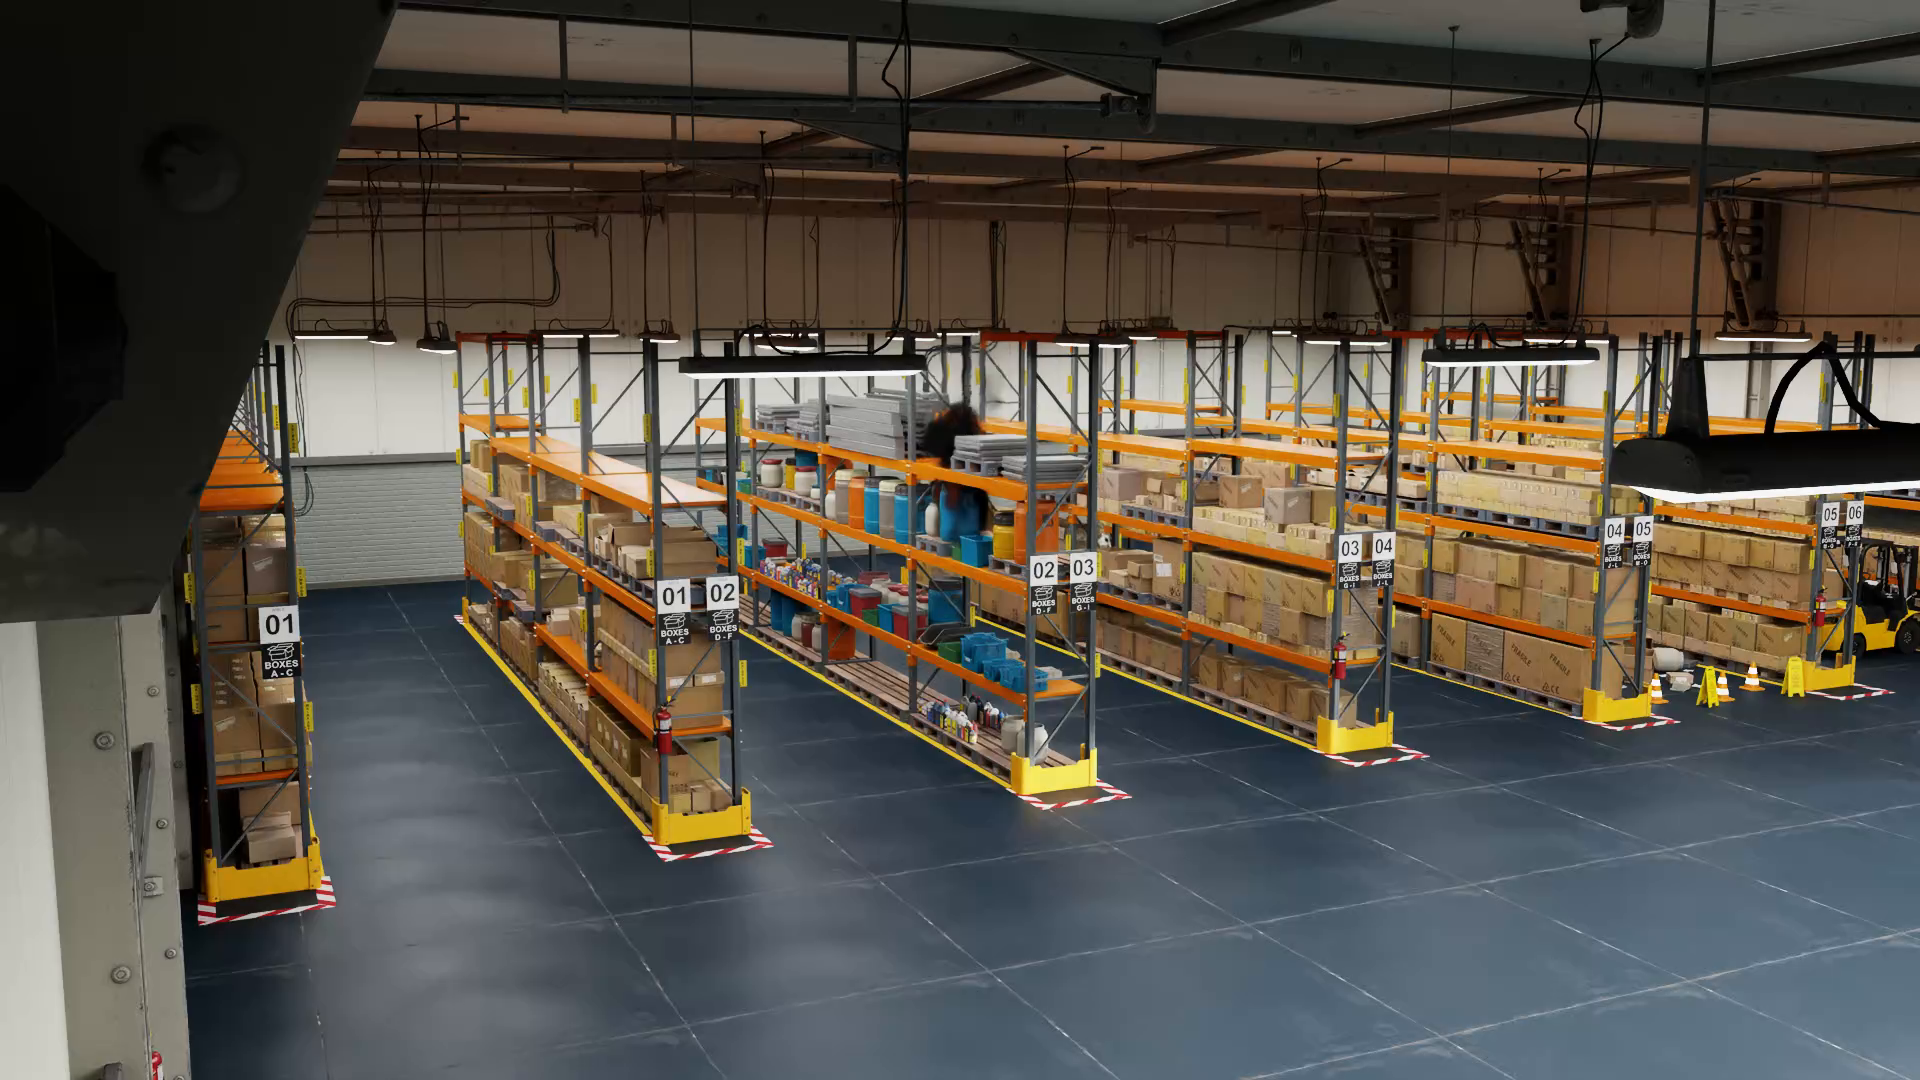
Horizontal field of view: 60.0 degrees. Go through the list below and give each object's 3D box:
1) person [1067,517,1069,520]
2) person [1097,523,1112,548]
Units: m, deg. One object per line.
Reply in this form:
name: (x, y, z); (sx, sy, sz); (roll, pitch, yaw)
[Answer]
person: (2.588, 0.252, 38.950); (0.613, 1.661, 0.978); (-3, 8, -21)
person: (3.182, 0.429, 37.838); (0.637, 1.671, 0.630); (-2, 8, -17)
